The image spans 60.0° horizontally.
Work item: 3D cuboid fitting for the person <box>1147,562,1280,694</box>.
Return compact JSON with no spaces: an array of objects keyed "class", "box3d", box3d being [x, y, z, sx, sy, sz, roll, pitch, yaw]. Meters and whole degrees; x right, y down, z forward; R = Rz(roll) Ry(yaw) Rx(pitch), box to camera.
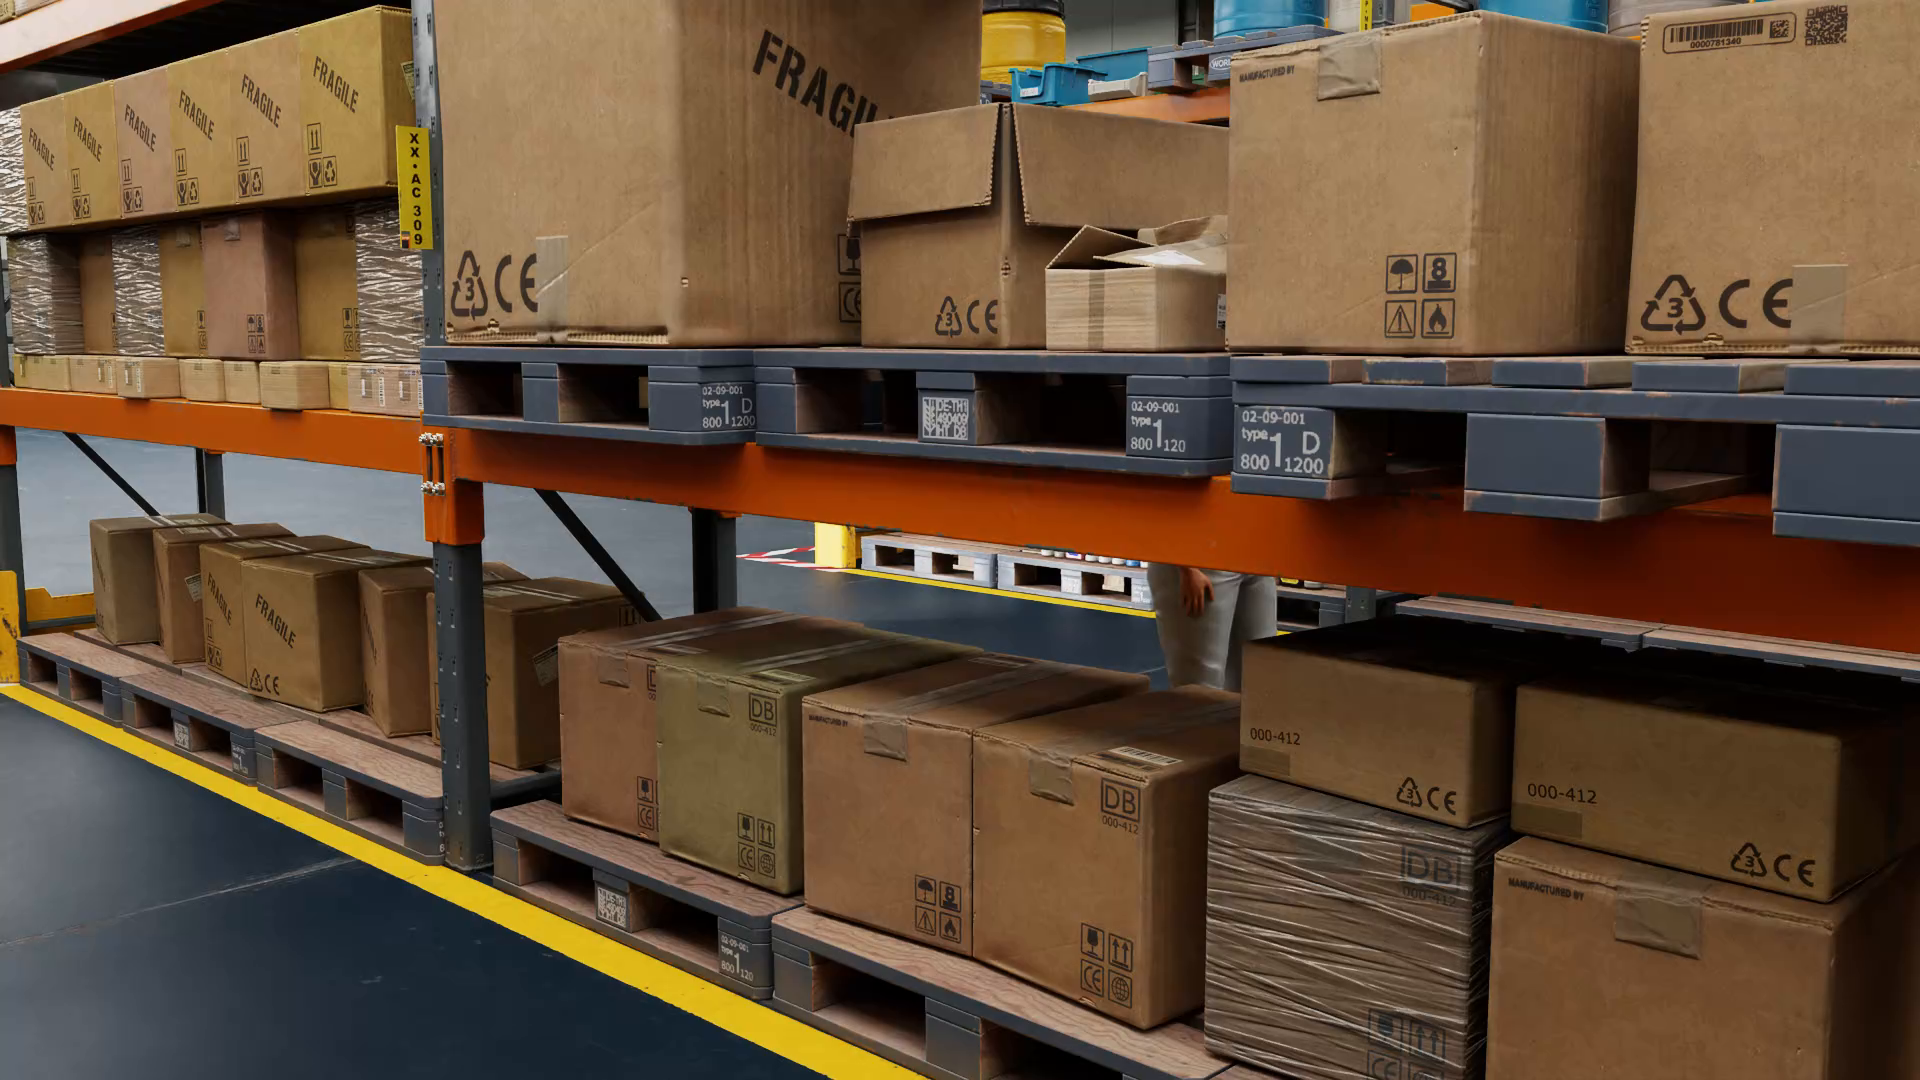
[{"class":"person","box3d":[0.805,0.082,5.078,0.464,1.667,0.564,6,9,40]}]
